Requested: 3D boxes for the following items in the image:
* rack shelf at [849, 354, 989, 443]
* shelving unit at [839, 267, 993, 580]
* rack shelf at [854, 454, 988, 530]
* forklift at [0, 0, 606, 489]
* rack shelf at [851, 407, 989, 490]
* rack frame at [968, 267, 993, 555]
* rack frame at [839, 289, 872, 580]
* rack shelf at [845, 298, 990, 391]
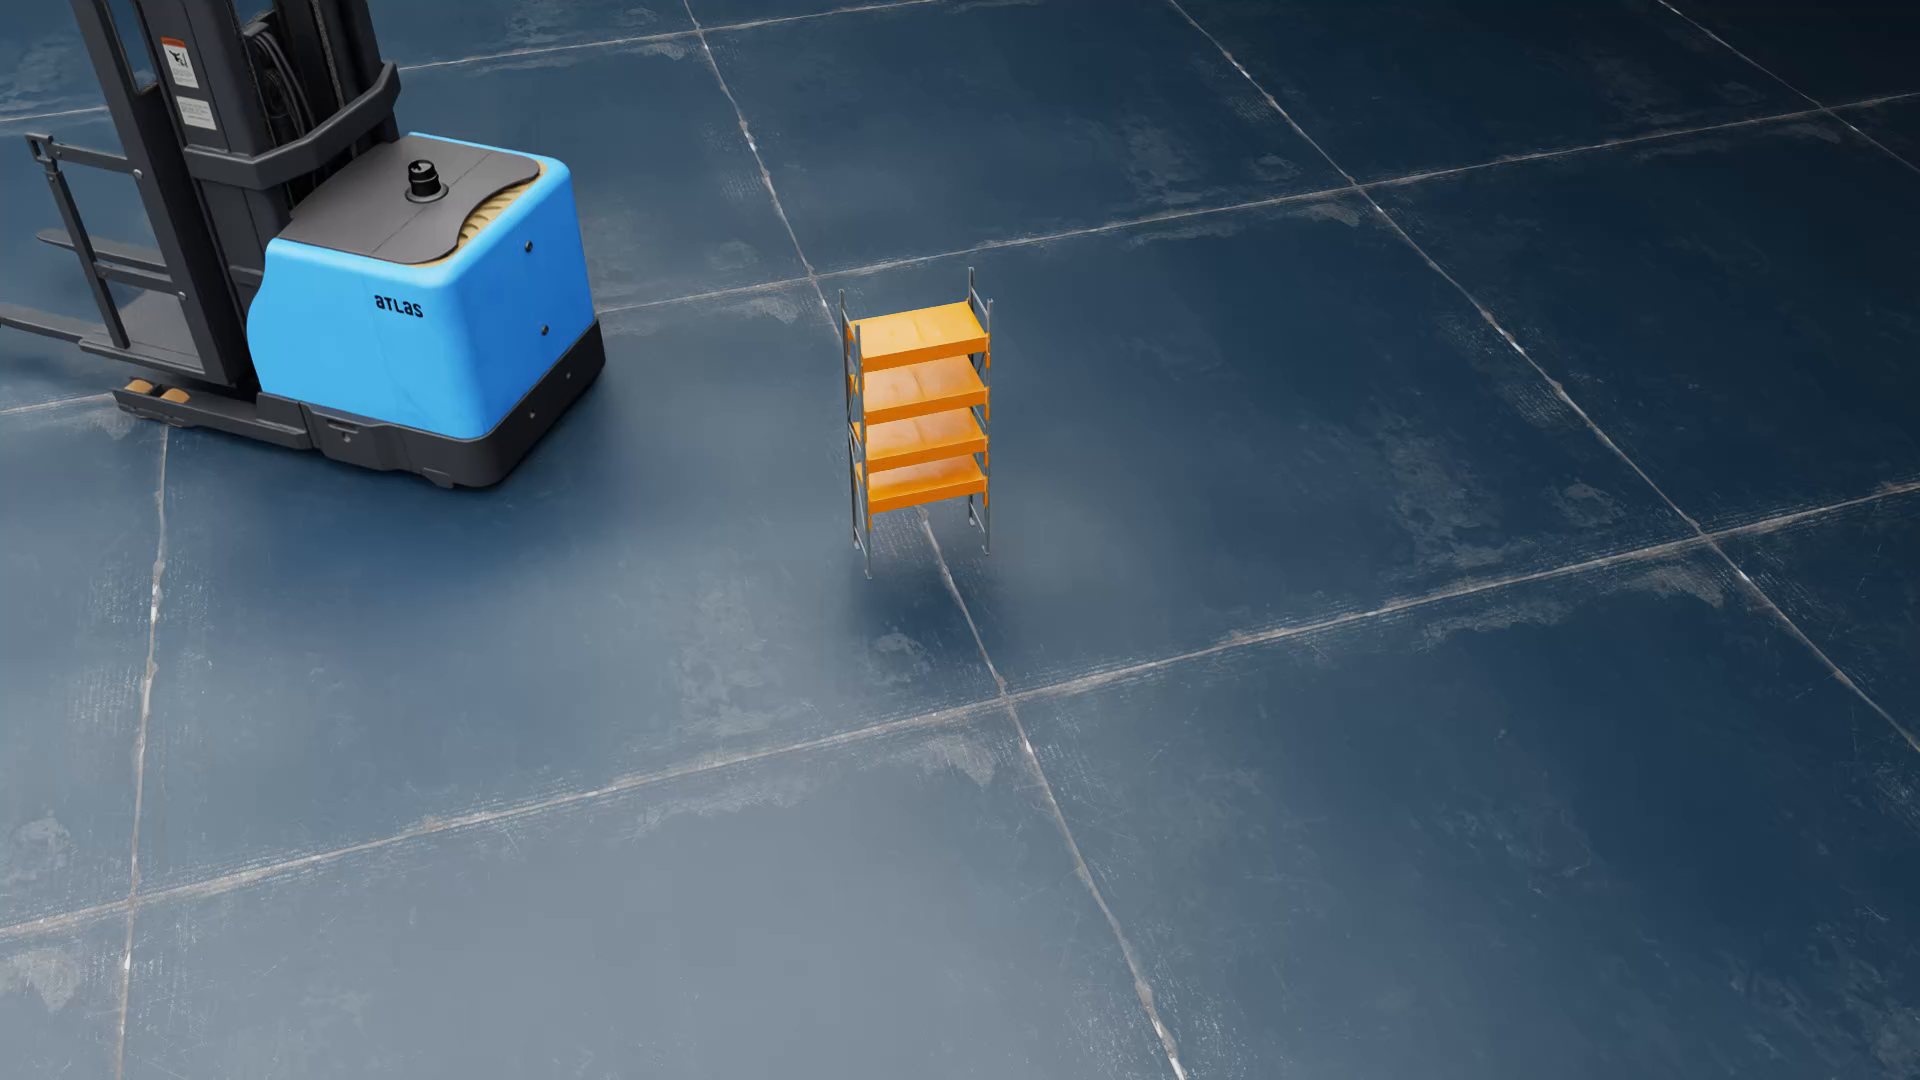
[{"bbox_3d":[-0.158,-0.537,6.215,0.480,0.148,0.258,-12,42,-13],"label":"rack shelf"},{"bbox_3d":[-0.158,-0.419,6.318,0.503,1.200,0.258,-12,42,-13],"label":"shelving unit"},{"bbox_3d":[-0.158,-0.219,6.493,0.480,0.148,0.258,-12,42,-13],"label":"rack shelf"},{"bbox_3d":[-3.185,-1.912,6.711,3.031,2.935,1.130,13,43,15],"label":"forklift"},{"bbox_3d":[-0.158,-0.368,6.362,0.480,0.148,0.258,-12,42,-13],"label":"rack shelf"},{"bbox_3d":[0.075,-0.467,6.373,0.015,1.200,0.240,-12,42,-13],"label":"rack frame"},{"bbox_3d":[-0.391,-0.371,6.263,0.015,1.200,0.240,-12,42,-13],"label":"rack frame"},{"bbox_3d":[-0.158,-0.715,6.059,0.480,0.148,0.258,-12,42,-13],"label":"rack shelf"}]
